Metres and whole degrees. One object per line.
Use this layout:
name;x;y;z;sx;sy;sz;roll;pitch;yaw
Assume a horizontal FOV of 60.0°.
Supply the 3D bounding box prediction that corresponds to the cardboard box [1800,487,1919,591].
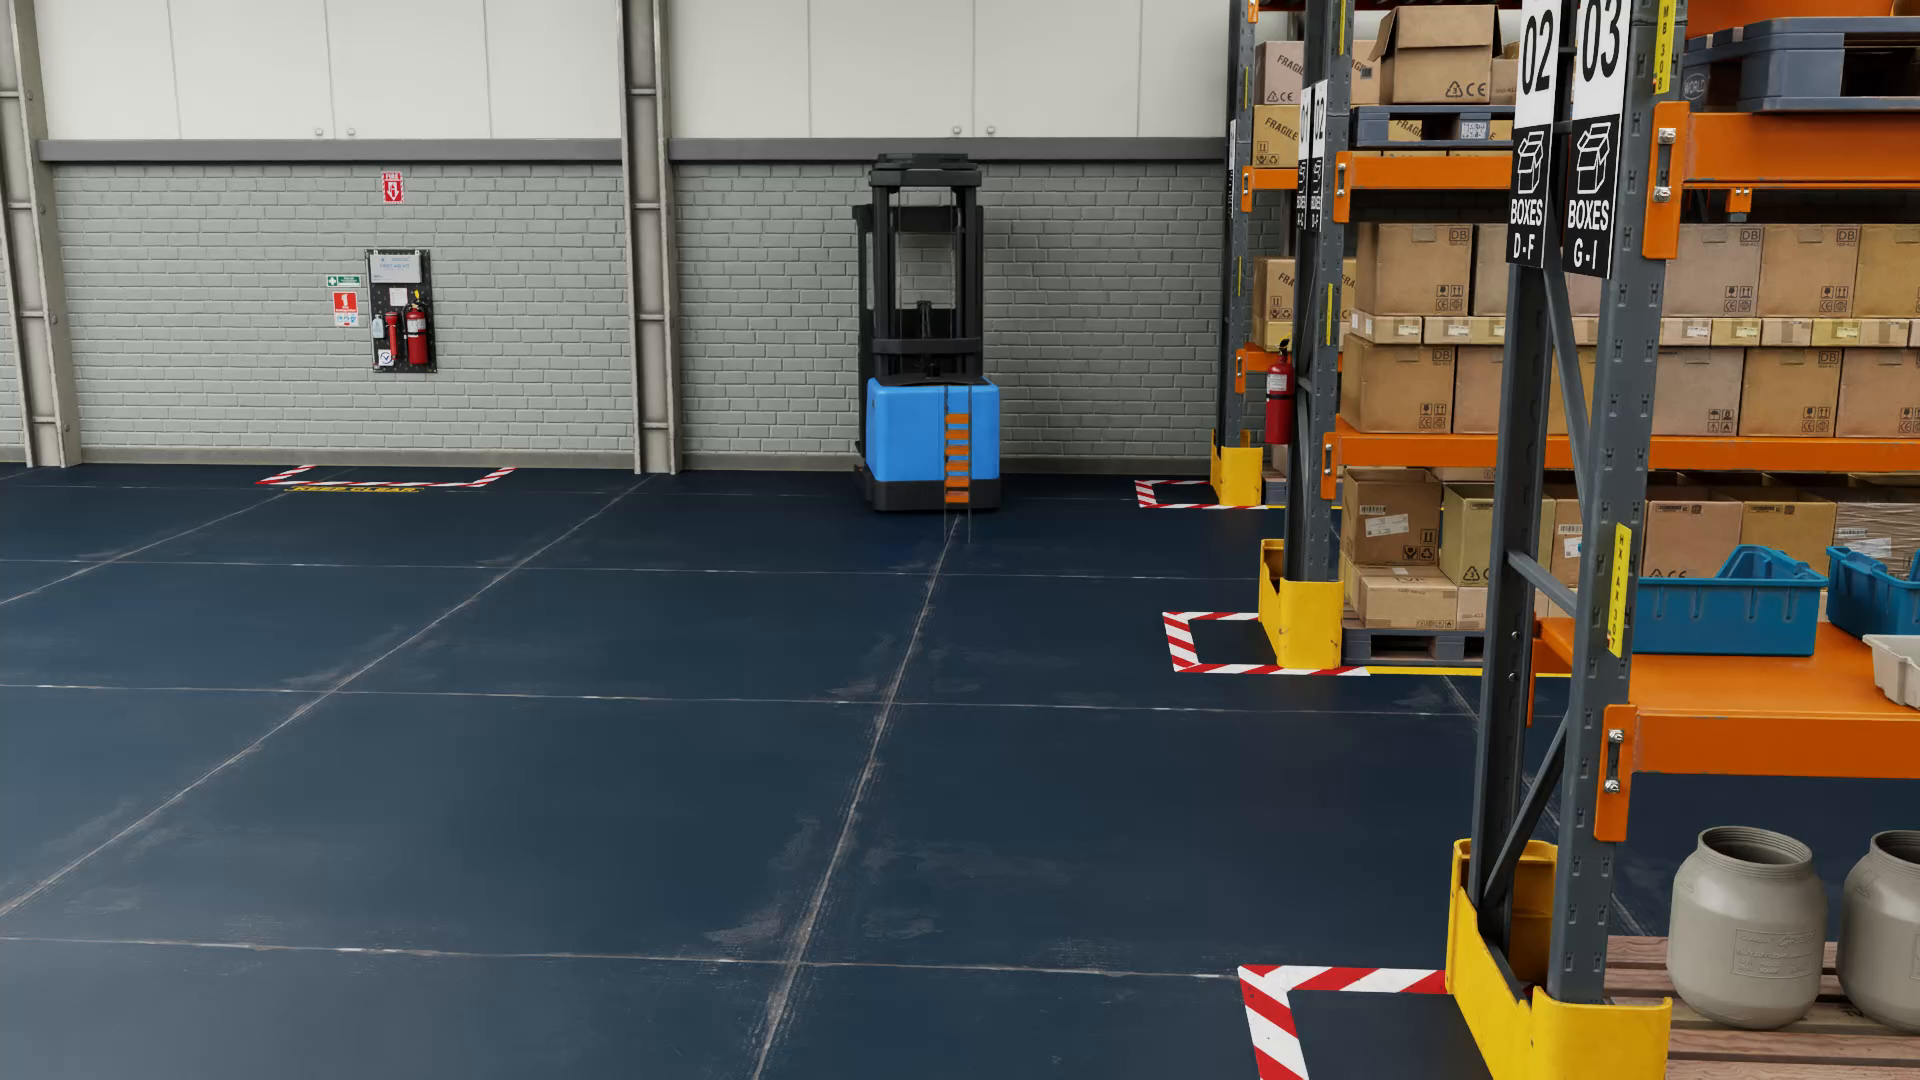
cardboard box;5.042;-0.006;9.329;0.500;0.500;0.500;1;12;4

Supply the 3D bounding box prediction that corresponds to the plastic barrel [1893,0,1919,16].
plastic barrel;2.837;-1.627;4.411;0.600;0.588;0.600;0;12;0

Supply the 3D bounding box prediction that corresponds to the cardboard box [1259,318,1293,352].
cardboard box;2.819;-1.740;14.078;0.500;0.250;0.500;0;12;2

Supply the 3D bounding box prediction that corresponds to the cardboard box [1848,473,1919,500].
cardboard box;5.575;-0.105;9.804;0.500;0.500;0.500;1;12;4

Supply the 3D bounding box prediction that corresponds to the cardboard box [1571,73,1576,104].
cardboard box;3.188;-2.430;8.980;0.250;0.149;0.380;1;12;4

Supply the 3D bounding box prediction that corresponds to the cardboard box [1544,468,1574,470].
cardboard box;5.306;-0.818;14.384;0.500;0.500;0.500;0;12;-1

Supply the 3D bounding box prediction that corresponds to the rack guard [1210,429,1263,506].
rack guard;2.429;-0.651;14.657;0.348;0.500;1.175;1;12;4

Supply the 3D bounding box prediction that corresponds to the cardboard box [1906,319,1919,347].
cardboard box;5.224;-1.142;9.071;0.250;0.149;0.380;0;12;2

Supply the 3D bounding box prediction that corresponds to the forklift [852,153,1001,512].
forklift;-0.374;-1.921;14.794;1.130;2.935;3.031;-2;12;-8

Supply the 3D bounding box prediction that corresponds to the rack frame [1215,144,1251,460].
rack frame;2.353;-1.875;14.406;0.127;3.000;1.000;1;12;4

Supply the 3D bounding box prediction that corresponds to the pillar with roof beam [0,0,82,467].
pillar with roof beam;-9.151;-4.263;11.172;0.400;9.000;9.100;1;12;4

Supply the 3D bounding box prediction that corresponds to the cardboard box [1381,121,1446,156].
cardboard box;3.722;-3.326;13.721;0.500;0.500;0.500;1;12;6

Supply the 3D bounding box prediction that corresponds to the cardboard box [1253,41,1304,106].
cardboard box;2.722;-3.837;13.722;0.500;0.500;0.500;0;12;0

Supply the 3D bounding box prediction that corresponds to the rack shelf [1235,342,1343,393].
rack shelf;4.349;-1.496;14.349;4.000;0.370;1.077;1;12;4

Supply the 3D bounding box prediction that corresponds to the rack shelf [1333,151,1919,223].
rack shelf;4.022;-1.952;9.204;4.000;0.370;1.077;1;12;4

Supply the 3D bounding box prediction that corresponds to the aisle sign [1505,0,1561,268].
aisle sign;1.639;-1.185;4.760;0.004;0.787;0.394;1;12;4

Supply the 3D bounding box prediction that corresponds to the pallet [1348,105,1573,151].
pallet;2.730;-2.273;9.199;1.213;0.211;1.003;1;12;4

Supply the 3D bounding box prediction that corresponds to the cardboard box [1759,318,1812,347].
cardboard box;4.465;-1.152;9.123;0.250;0.149;0.380;1;12;5

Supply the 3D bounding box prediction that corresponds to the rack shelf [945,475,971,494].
rack shelf;-0.014;-0.427;12.680;0.180;0.103;0.258;1;12;4

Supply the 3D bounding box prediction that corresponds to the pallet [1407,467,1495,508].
pallet;4.451;-0.474;14.517;1.213;0.211;1.003;1;12;4

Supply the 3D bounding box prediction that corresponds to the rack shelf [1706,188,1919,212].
rack shelf;8.340;-2.909;13.780;4.000;0.370;1.077;1;12;4

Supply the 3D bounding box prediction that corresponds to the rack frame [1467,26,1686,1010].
rack frame;1.691;0.149;4.731;0.127;3.000;1.000;1;12;4

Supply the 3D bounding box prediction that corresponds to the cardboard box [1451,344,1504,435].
cardboard box;3.015;-0.897;9.485;0.500;0.500;0.700;1;12;5

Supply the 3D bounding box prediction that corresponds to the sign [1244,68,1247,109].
sign;2.317;-3.660;13.480;0.005;0.325;0.100;1;12;4

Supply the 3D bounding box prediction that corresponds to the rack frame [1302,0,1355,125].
rack frame;2.026;-3.800;8.954;0.127;3.000;1.000;1;12;4

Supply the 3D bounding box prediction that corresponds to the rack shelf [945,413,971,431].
rack shelf;-0.014;-0.896;12.582;0.180;0.103;0.258;1;12;4

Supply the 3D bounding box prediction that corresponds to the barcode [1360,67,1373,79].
barcode;2.359;-2.710;9.653;0.075;0.075;0.001;1;12;4

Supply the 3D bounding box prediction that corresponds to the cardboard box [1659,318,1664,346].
cardboard box;3.688;-1.163;9.173;0.250;0.149;0.380;1;12;3

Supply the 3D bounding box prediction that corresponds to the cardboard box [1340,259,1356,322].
cardboard box;3.302;-2.102;13.976;0.500;0.500;0.500;1;12;4

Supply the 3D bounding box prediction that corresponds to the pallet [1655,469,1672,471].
pallet;5.672;-0.458;14.440;1.213;0.211;1.003;1;12;4

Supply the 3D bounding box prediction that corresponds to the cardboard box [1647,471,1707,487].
cardboard box;4.079;-0.126;9.900;0.500;0.500;0.500;1;12;4

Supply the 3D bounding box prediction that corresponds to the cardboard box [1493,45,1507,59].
cardboard box;4.338;-3.914;14.093;0.500;0.500;0.500;1;12;4

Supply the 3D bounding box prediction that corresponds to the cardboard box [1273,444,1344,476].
cardboard box;3.038;-0.747;14.503;0.500;0.311;0.500;-1;12;-3

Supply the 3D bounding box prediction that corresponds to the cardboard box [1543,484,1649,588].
cardboard box;3.545;-0.026;9.427;0.500;0.500;0.500;1;12;4

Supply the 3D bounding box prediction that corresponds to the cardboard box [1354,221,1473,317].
cardboard box;2.544;-1.537;9.379;0.500;0.500;0.700;1;12;4

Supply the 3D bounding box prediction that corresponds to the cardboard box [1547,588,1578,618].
cardboard box;3.544;0.343;9.492;0.500;0.250;0.500;1;12;4

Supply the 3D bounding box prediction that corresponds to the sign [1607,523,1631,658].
sign;1.650;0.126;4.166;0.005;0.325;0.100;1;12;4

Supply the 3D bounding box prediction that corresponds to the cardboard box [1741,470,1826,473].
cardboard box;7.080;-0.806;14.324;0.500;0.500;0.700;1;12;6

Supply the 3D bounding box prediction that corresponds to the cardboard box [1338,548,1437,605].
cardboard box;2.581;0.224;10.060;0.500;0.250;0.500;1;12;4

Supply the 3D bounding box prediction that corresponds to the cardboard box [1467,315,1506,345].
cardboard box;2.916;-1.173;9.223;0.250;0.149;0.380;1;12;4

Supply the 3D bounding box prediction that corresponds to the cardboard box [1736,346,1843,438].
cardboard box;4.547;-0.876;9.384;0.500;0.500;0.700;1;12;5

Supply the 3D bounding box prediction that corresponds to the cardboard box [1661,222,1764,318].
cardboard box;4.072;-1.518;9.285;0.500;0.500;0.700;1;12;4

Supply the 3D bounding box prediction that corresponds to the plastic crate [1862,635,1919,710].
plastic crate;2.563;0.356;4.385;0.250;0.136;0.298;1;12;4

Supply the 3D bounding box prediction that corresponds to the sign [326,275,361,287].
sign;-5.881;-2.470;15.867;0.331;0.109;0.001;1;12;4

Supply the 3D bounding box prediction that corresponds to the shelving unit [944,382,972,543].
shelving unit;-0.014;-0.587;12.646;0.189;1.200;0.258;1;12;4
